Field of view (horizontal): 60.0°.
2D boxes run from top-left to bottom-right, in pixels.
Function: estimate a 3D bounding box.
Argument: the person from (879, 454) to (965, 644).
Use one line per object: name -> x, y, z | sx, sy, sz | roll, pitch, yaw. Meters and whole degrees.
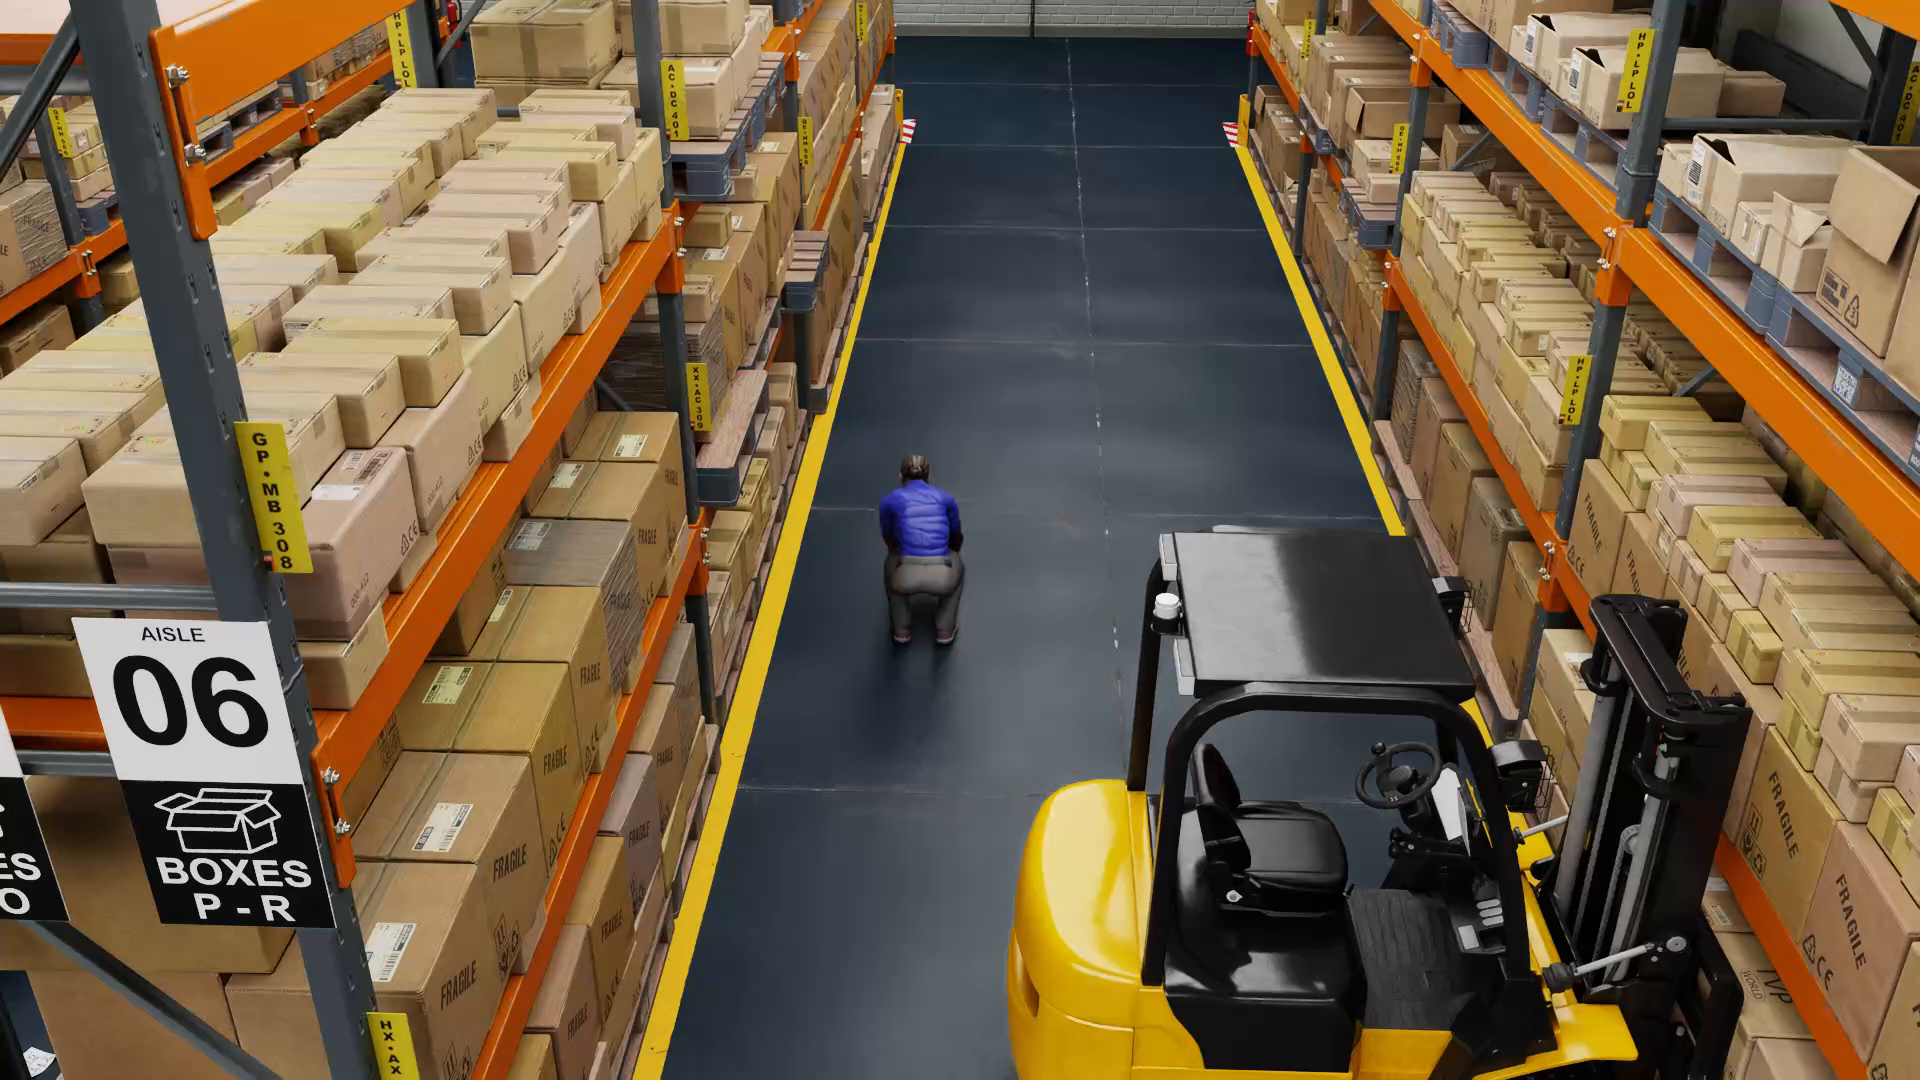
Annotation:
person -> -0.214, 0.054, 9.311 | 0.482, 0.928, 0.827 | 1, 28, 2
